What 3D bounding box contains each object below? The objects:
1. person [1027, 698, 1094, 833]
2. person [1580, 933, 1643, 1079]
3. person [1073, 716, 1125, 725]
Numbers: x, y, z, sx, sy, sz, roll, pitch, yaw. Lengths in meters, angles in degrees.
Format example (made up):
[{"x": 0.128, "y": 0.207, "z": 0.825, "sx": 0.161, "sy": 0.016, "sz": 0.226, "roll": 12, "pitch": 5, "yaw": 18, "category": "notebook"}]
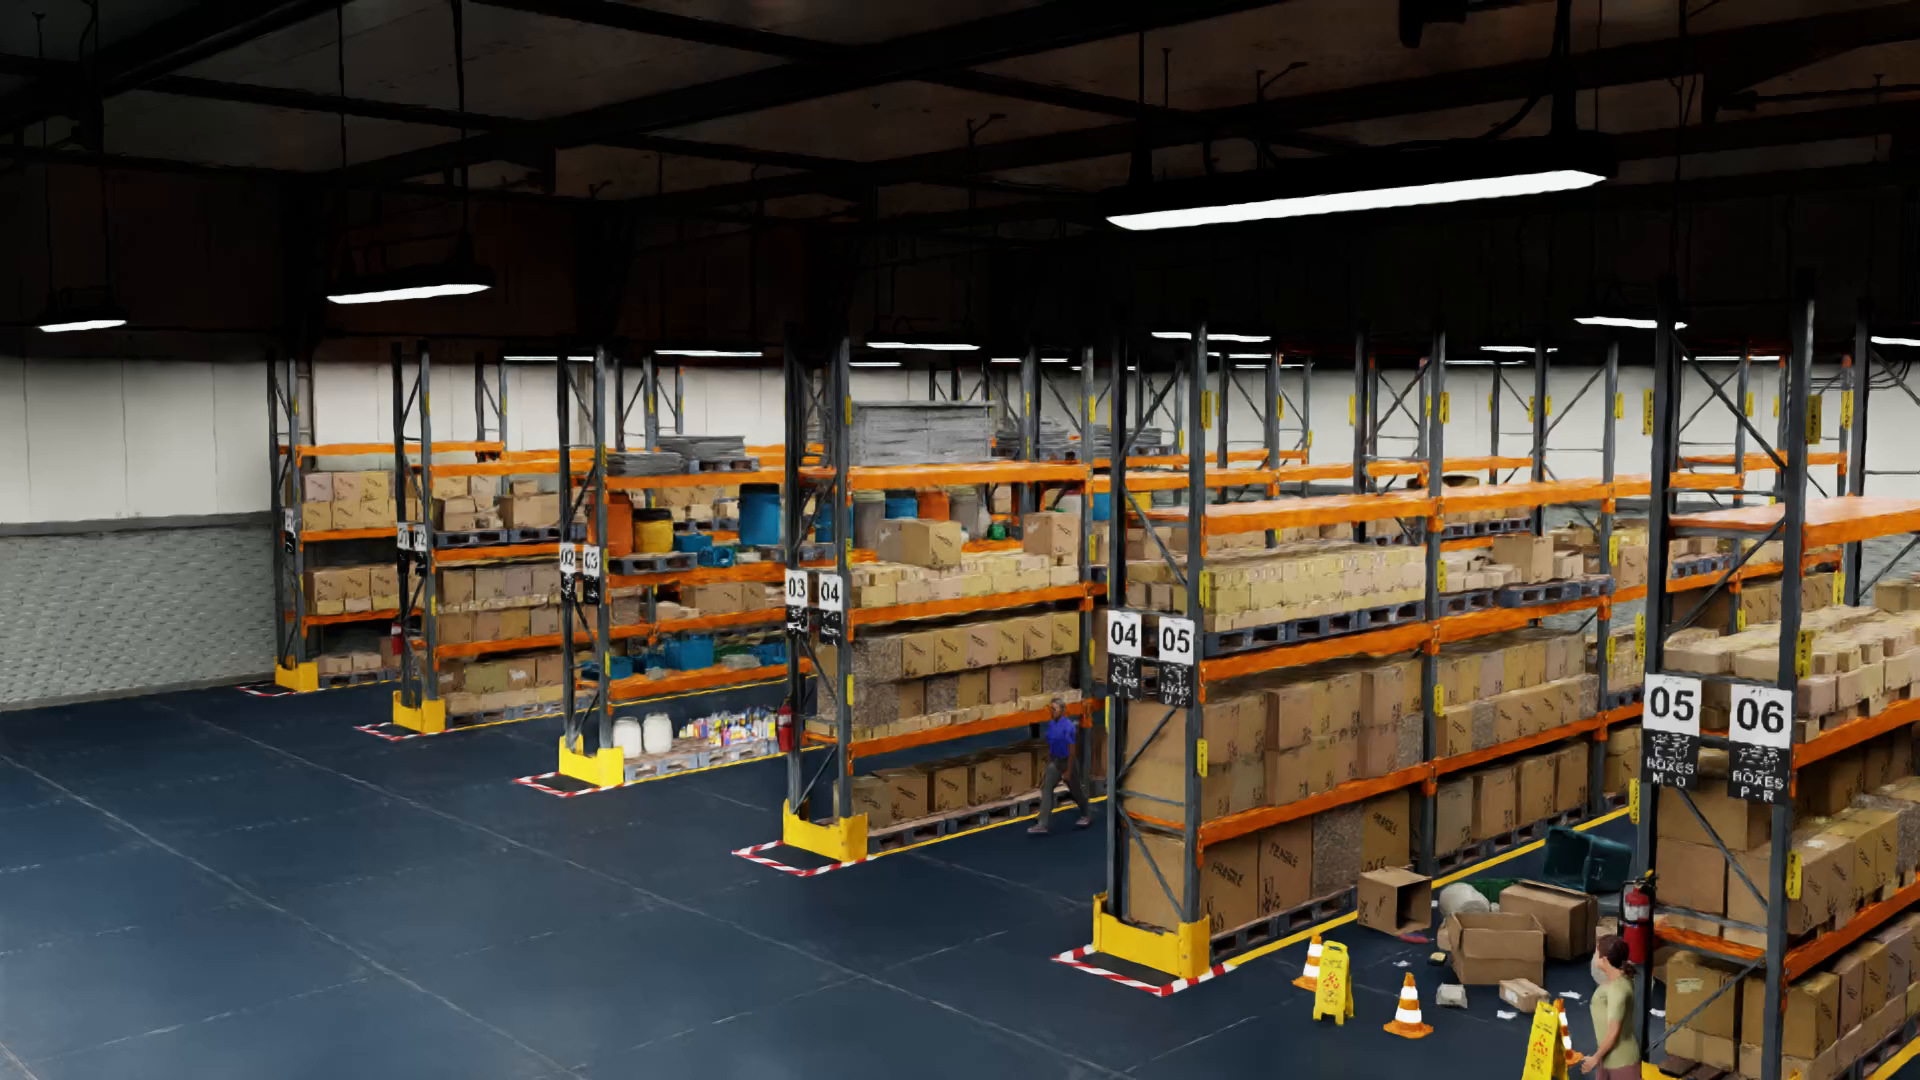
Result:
[{"x": 1.221, "y": 2.657, "z": 19.709, "sx": 0.998, "sy": 1.596, "sz": 0.463, "roll": -5, "pitch": 7, "yaw": -45, "category": "person"}, {"x": 4.312, "y": 3.403, "z": 10.833, "sx": 0.701, "sy": 1.664, "sz": 0.482, "roll": 2, "pitch": 5, "yaw": 19, "category": "person"}, {"x": 2.203, "y": 2.054, "z": 26.022, "sx": 1.040, "sy": 1.712, "sz": 0.556, "roll": -5, "pitch": 7, "yaw": -45, "category": "person"}]
